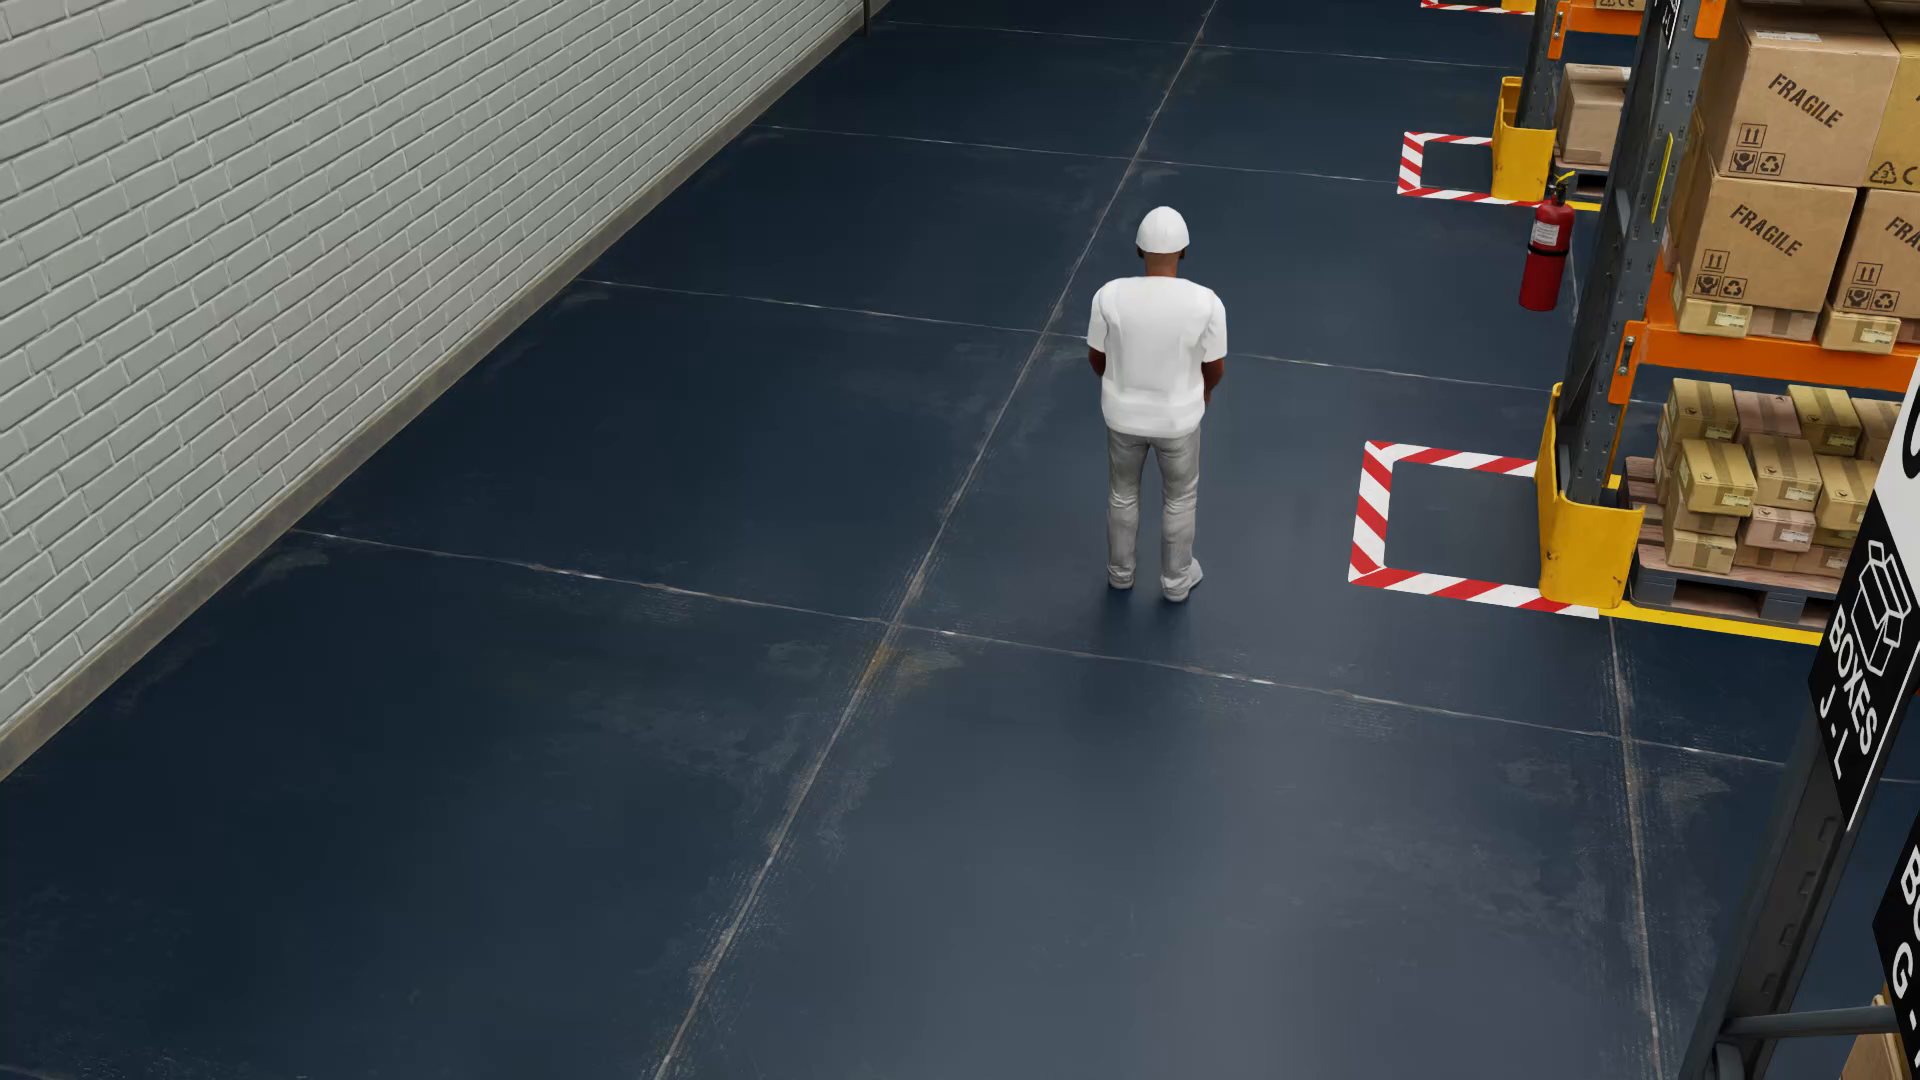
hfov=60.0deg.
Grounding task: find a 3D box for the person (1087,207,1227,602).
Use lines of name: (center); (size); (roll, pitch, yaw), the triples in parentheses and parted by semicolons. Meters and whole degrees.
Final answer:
person: (0.813, -0.555, 6.982); (0.572, 1.767, 0.470); (8, 33, 12)
